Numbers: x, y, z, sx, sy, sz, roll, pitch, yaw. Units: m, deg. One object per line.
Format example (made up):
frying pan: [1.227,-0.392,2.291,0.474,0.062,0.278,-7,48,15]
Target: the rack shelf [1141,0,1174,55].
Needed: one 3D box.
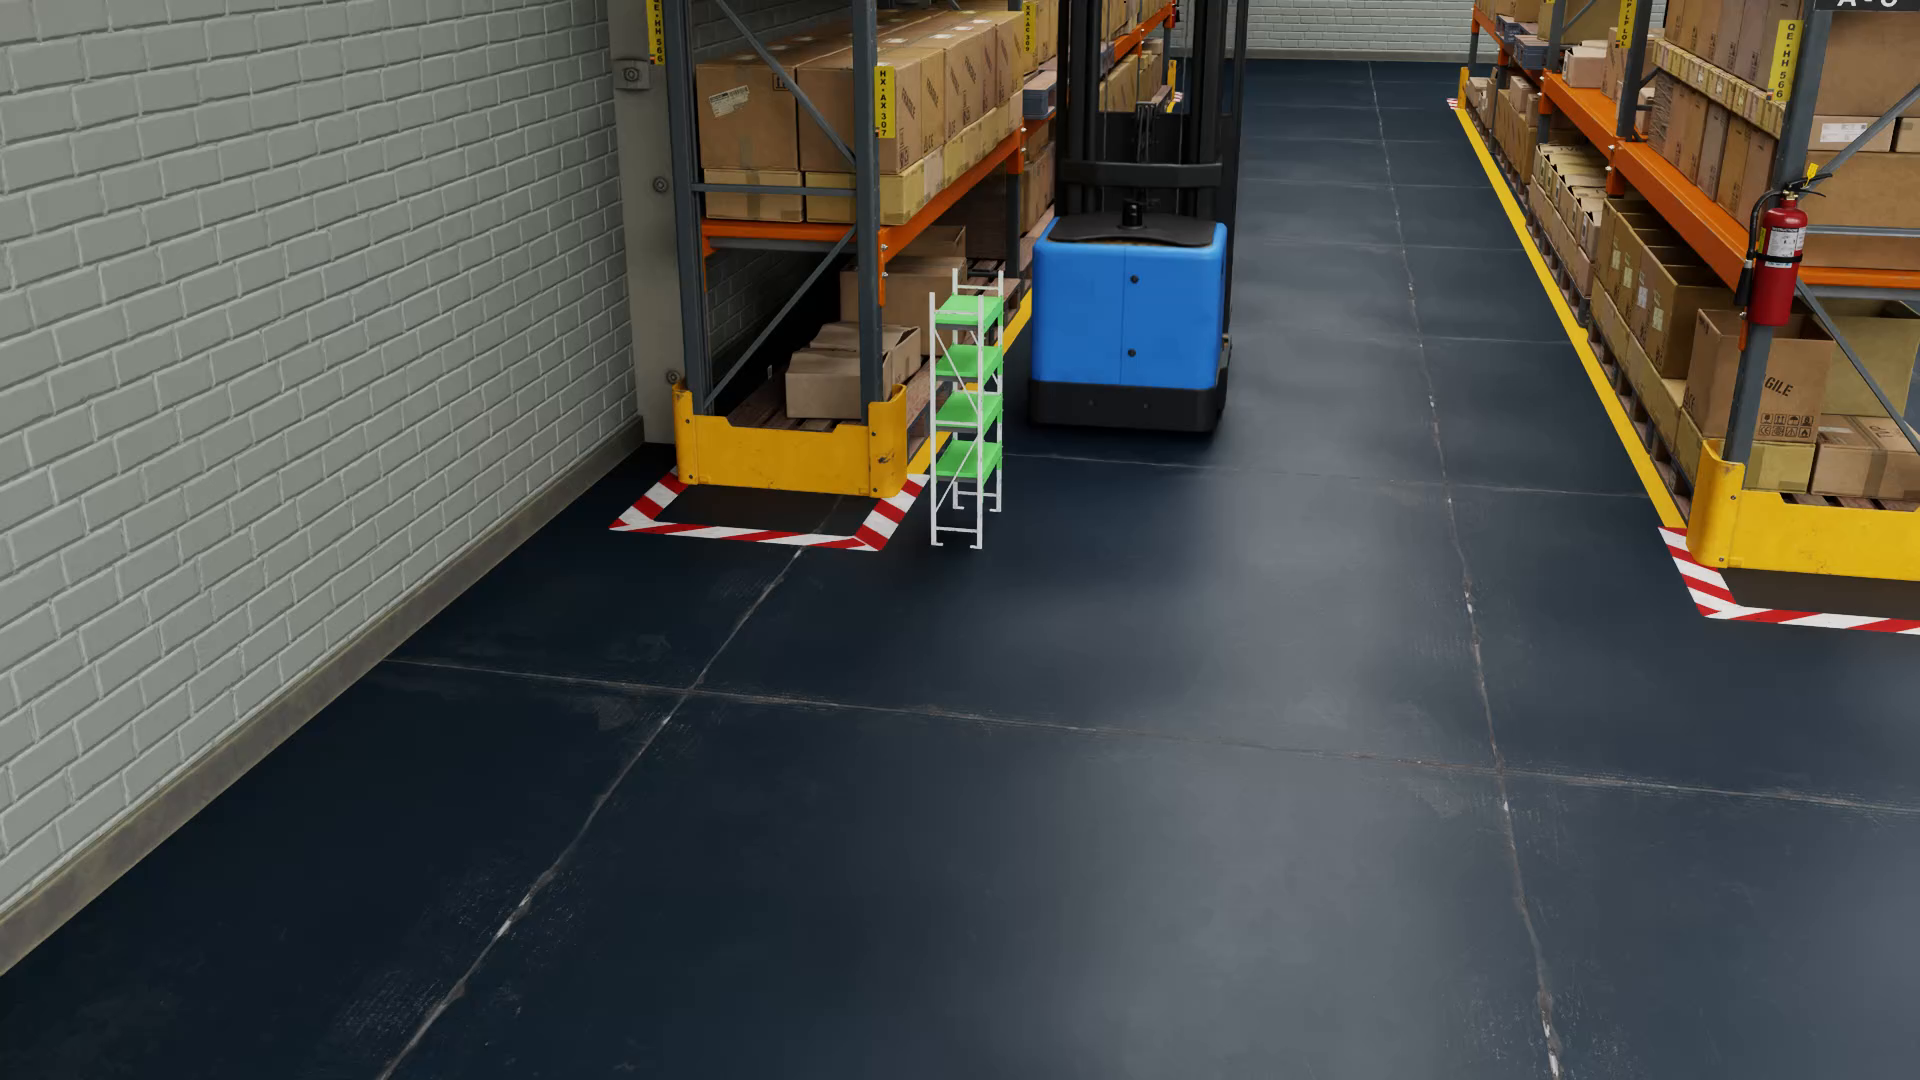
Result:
rack shelf: [1.972,-6.464,20.850,1.077,0.370,4.000,4,22,11]

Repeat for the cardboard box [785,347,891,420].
cardboard box: [-0.656,-0.880,9.034,0.500,0.311,0.500,2,22,5]

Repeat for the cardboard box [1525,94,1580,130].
cardboard box: [5.566,-4.000,15.523,0.500,0.250,0.500,5,23,13]

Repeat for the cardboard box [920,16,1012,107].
cardboard box: [0.041,-3.048,10.577,0.500,0.500,0.500,4,22,11]

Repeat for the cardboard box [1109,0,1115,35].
cardboard box: [1.213,-5.145,16.056,0.500,0.500,0.500,5,23,13]

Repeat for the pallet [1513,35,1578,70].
pallet: [5.667,-4.391,14.998,1.213,0.211,1.003,4,22,11]

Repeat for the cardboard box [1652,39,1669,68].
cardboard box: [4.537,-3.027,10.353,0.380,0.149,0.250,4,22,11]

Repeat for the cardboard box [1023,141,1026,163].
cardboard box: [0.254,-3.155,13.425,0.500,0.250,0.500,4,22,9]

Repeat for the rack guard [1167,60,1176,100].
rack guard: [2.385,-6.378,23.021,1.175,0.500,0.348,4,22,11]

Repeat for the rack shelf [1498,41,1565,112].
rack shelf: [6.006,-4.624,16.284,1.077,0.370,4.000,4,22,11]

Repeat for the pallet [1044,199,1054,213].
pallet: [0.587,-3.024,15.079,1.003,0.211,1.213,4,22,11]

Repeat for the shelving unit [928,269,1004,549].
shelving unit: [0.034,-0.617,7.780,0.258,1.200,0.503,4,22,11]

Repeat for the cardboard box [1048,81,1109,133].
cardboard box: [1.026,-4.059,16.233,0.750,0.750,0.750,4,22,10]

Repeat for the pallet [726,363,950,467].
pallet: [-0.669,-0.706,9.324,1.003,0.211,1.213,4,22,11]

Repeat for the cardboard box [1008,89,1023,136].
cardboard box: [0.131,-2.883,11.172,0.500,0.250,0.500,5,22,11]

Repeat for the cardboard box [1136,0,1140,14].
cardboard box: [1.716,-6.071,18.355,0.500,0.500,0.500,4,22,10]

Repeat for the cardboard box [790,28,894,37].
cardboard box: [-0.680,-2.710,9.738,0.500,0.500,0.500,5,22,12]

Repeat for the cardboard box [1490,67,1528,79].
cardboard box: [6.792,-5.423,20.057,0.797,0.503,0.637,4,22,11]

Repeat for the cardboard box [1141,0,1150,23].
cardboard box: [1.690,-6.402,19.333,0.980,0.700,0.700,5,22,12]

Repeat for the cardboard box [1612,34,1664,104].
cardboard box: [5.164,-3.466,12.310,0.500,0.500,0.500,4,22,11]

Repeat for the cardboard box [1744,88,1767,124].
cardboard box: [4.014,-2.084,8.010,0.380,0.149,0.250,5,22,12]

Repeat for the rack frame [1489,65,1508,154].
rack frame: [6.414,-5.690,17.965,1.000,3.000,0.127,4,22,11]

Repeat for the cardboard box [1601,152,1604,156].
cardboard box: [5.732,-3.196,14.141,0.500,0.311,0.500,5,22,12]

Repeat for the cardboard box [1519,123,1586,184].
cardboard box: [5.559,-3.631,15.612,0.500,0.500,0.500,5,23,13]

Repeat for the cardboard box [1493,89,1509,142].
cardboard box: [6.077,-4.576,17.957,0.500,0.500,0.500,3,22,8]

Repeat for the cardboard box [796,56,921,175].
cardboard box: [-0.493,-2.116,8.263,0.500,0.500,0.500,4,22,11]

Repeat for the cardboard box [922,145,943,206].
cardboard box: [-0.382,-1.962,8.884,0.500,0.250,0.500,4,22,9]

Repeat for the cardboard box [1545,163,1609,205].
cardboard box: [4.998,-2.858,13.302,0.500,0.311,0.500,4,22,9]

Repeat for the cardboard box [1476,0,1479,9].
cardboard box: [6.882,-7.057,21.226,0.500,0.500,0.500,5,22,12]

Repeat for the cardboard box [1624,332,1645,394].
cardboard box: [4.080,-0.988,9.411,0.500,0.250,0.500,4,22,11]

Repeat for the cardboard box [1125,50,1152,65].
cardboard box: [2.172,-5.970,20.577,0.380,0.149,0.250,4,22,9]

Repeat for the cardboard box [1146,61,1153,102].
cardboard box: [2.029,-5.738,20.869,0.700,0.500,0.500,5,22,12]

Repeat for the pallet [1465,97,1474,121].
pallet: [7.053,-5.539,21.326,1.003,0.211,1.213,4,22,11]

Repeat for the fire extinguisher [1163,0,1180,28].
fire extinguisher: [2.863,-7.340,22.666,0.296,0.674,0.183,4,22,11]

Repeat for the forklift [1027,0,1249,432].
forklift: [1.155,-2.471,10.065,1.130,2.935,3.031,4,22,10]

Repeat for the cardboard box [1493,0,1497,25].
cardboard box: [6.369,-6.127,18.918,0.500,0.500,0.500,5,22,12]

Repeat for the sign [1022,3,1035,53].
sign: [0.464,-3.503,11.377,0.100,0.325,0.005,4,22,11]

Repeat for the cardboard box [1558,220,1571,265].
cardboard box: [4.791,-2.229,12.491,0.500,0.250,0.500,5,22,12]

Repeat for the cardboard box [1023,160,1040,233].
cardboard box: [0.265,-2.831,13.626,0.700,0.500,0.500,5,22,12]

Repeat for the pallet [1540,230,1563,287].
pallet: [5.141,-2.190,13.009,1.003,0.211,1.213,4,22,11]

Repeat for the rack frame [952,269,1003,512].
rack frame: [0.084,-0.706,8.001,0.240,1.200,0.015,4,22,11]

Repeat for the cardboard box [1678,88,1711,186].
cardboard box: [4.490,-2.271,9.343,0.700,0.500,0.500,5,22,12]

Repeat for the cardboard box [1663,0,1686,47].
cardboard box: [4.697,-3.249,10.036,0.700,0.500,0.500,5,22,11]

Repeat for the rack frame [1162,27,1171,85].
rack frame: [2.380,-7.529,22.532,1.000,3.000,0.127,4,22,11]

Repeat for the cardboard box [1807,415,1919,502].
cardboard box: [4.293,-0.399,7.948,0.500,0.250,0.500,4,22,11]

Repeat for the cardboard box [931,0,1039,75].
cardboard box: [0.190,-3.778,12.496,0.700,0.500,0.500,7,23,16]

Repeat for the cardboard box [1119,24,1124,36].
cardboard box: [1.535,-5.442,17.662,0.380,0.149,0.250,4,22,11]

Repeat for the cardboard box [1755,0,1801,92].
cardboard box: [4.186,-2.331,7.756,0.700,0.500,0.500,4,22,10]

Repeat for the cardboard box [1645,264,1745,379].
cardboard box: [3.973,-1.154,8.818,0.500,0.500,0.500,4,22,11]

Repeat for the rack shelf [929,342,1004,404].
rack shelf: [0.034,-0.780,7.714,0.258,0.148,0.480,4,22,11]

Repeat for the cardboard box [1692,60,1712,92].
cardboard box: [4.278,-2.556,9.183,0.380,0.149,0.250,4,22,9]
